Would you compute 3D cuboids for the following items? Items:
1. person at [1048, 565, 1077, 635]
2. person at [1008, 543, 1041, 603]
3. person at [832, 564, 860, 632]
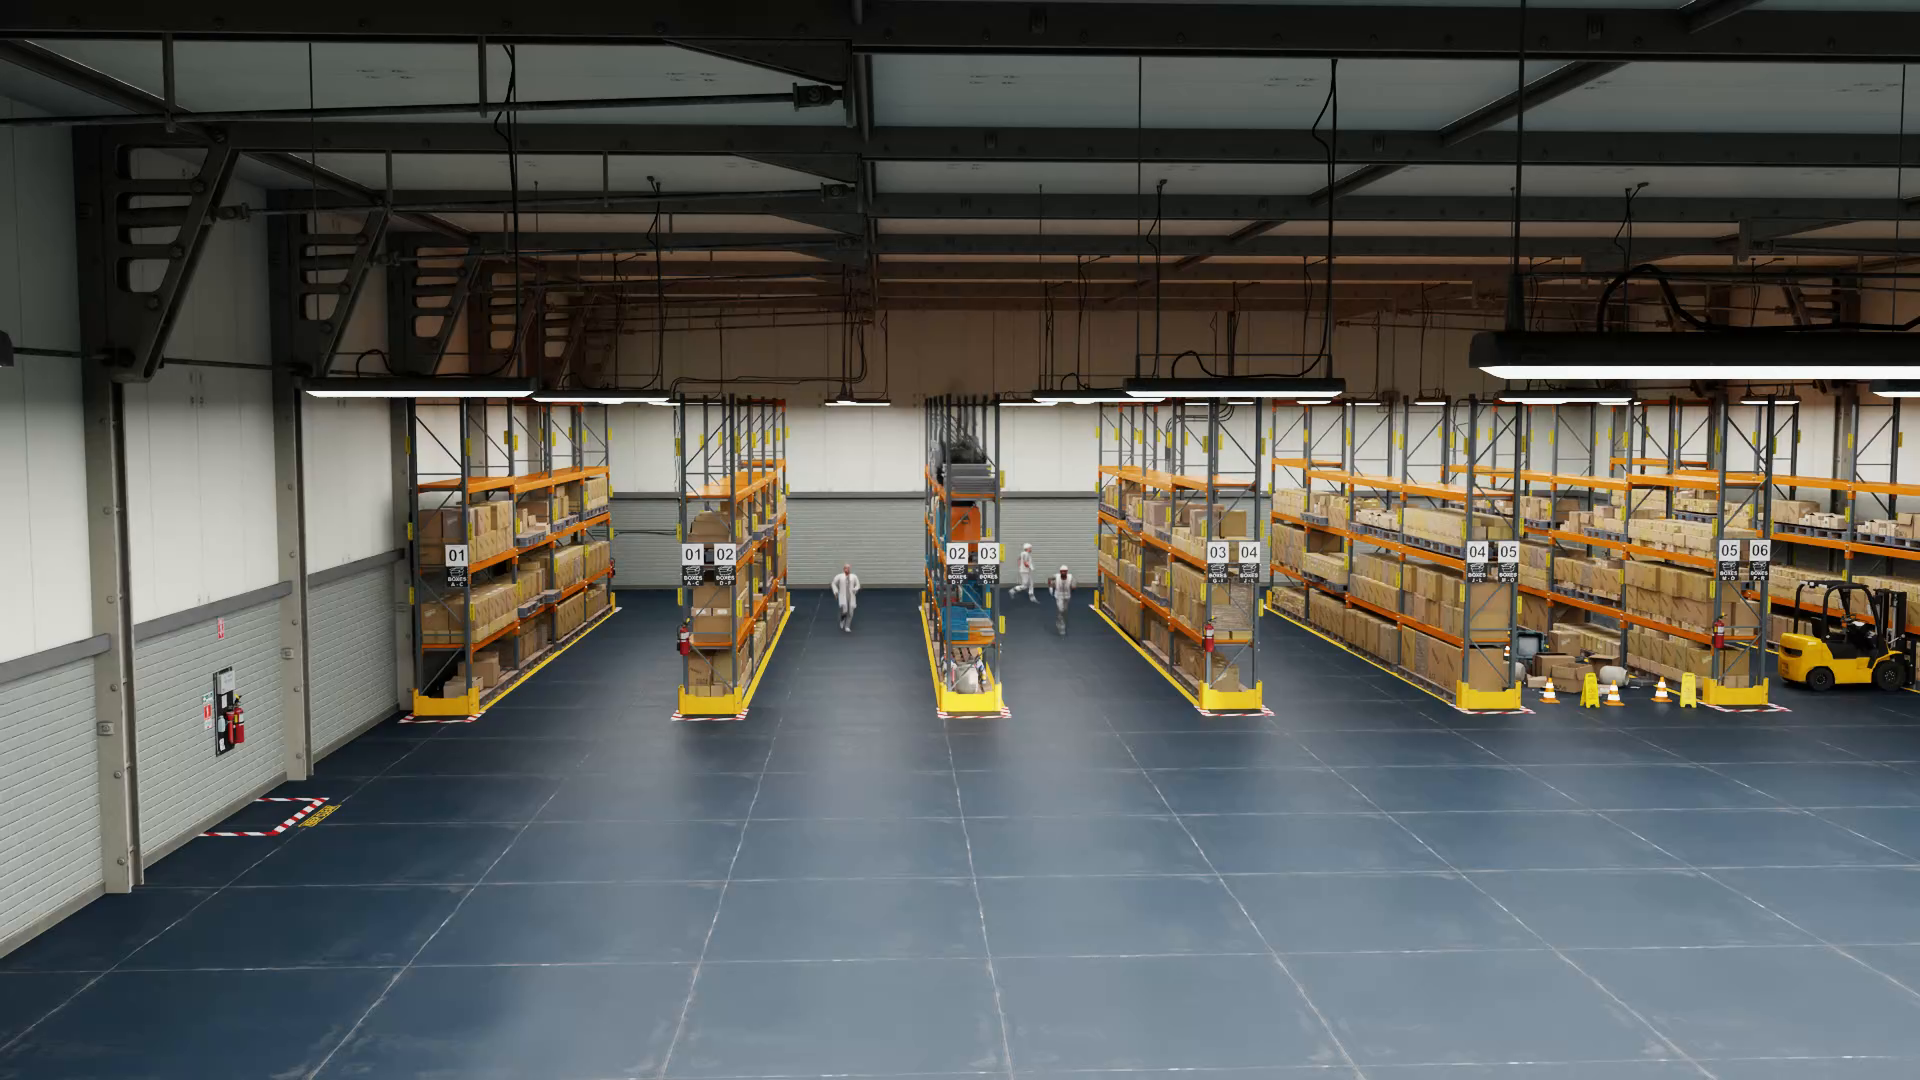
[{"bbox_3d":[2.604,1.509,42.406,0.674,1.786,0.977,-1,5,-14],"label":"person"},{"bbox_3d":[1.885,0.985,48.849,0.973,1.772,0.683,0,5,-6],"label":"person"},{"bbox_3d":[-2.891,1.488,42.612,0.713,1.734,0.631,-1,5,-16],"label":"person"}]
